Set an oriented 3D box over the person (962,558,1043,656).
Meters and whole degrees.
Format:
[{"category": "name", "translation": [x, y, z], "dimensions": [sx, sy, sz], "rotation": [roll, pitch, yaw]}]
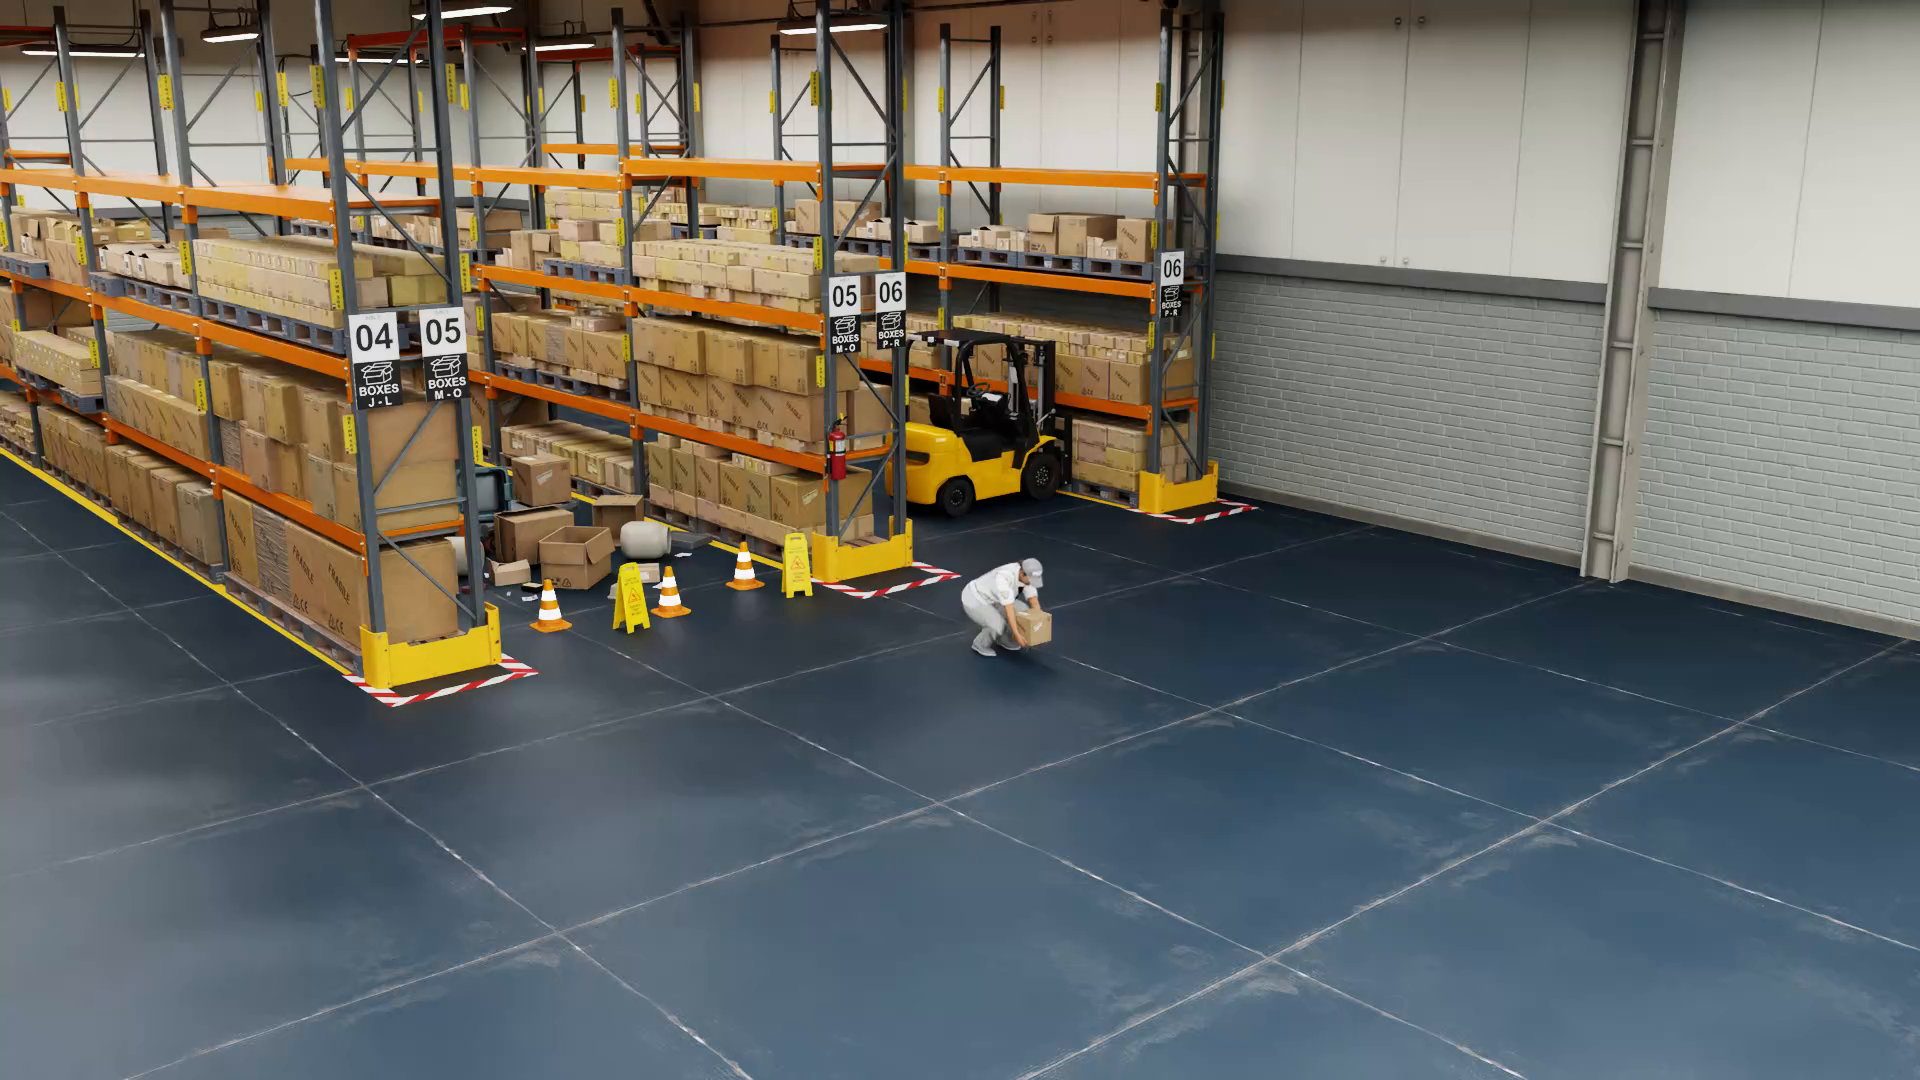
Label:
[{"category": "person", "translation": [0.416, 0.584, 15.176], "dimensions": [0.509, 0.953, 0.868], "rotation": [-13, 19, -41]}]
